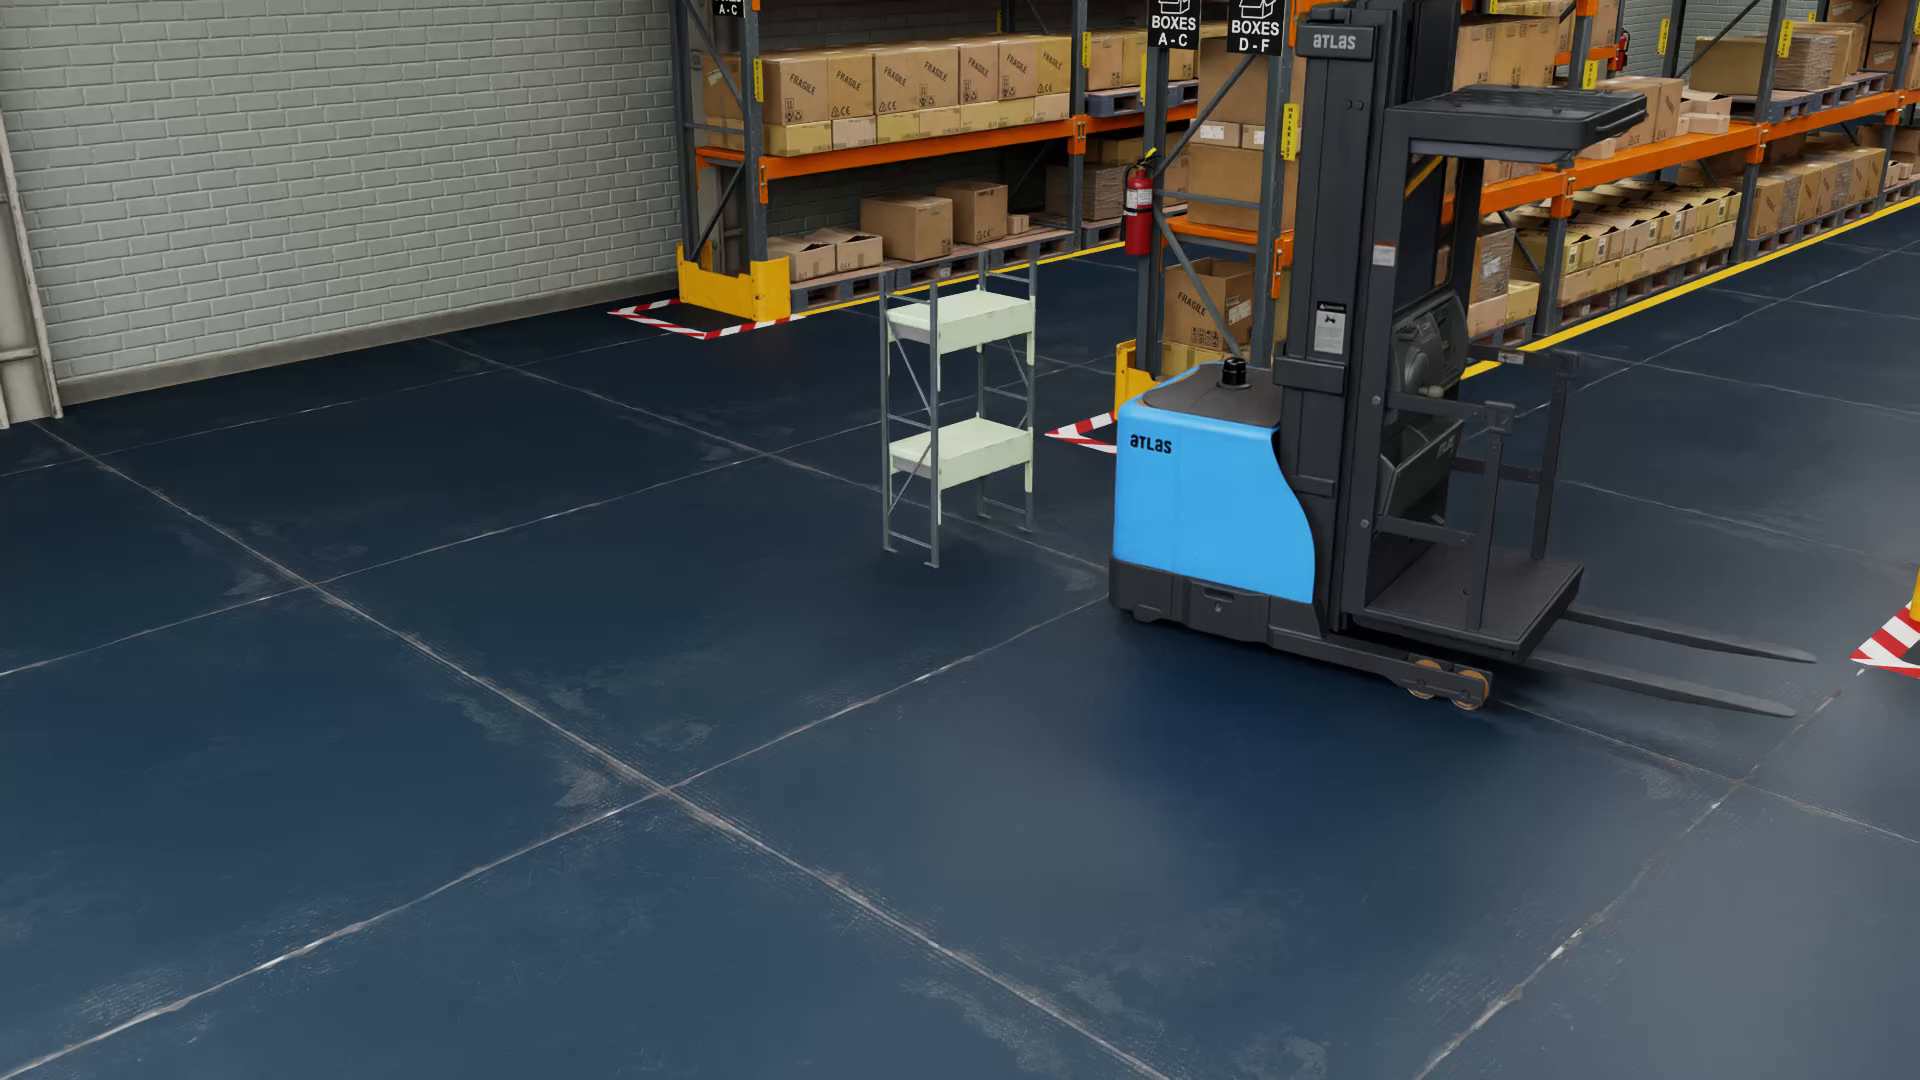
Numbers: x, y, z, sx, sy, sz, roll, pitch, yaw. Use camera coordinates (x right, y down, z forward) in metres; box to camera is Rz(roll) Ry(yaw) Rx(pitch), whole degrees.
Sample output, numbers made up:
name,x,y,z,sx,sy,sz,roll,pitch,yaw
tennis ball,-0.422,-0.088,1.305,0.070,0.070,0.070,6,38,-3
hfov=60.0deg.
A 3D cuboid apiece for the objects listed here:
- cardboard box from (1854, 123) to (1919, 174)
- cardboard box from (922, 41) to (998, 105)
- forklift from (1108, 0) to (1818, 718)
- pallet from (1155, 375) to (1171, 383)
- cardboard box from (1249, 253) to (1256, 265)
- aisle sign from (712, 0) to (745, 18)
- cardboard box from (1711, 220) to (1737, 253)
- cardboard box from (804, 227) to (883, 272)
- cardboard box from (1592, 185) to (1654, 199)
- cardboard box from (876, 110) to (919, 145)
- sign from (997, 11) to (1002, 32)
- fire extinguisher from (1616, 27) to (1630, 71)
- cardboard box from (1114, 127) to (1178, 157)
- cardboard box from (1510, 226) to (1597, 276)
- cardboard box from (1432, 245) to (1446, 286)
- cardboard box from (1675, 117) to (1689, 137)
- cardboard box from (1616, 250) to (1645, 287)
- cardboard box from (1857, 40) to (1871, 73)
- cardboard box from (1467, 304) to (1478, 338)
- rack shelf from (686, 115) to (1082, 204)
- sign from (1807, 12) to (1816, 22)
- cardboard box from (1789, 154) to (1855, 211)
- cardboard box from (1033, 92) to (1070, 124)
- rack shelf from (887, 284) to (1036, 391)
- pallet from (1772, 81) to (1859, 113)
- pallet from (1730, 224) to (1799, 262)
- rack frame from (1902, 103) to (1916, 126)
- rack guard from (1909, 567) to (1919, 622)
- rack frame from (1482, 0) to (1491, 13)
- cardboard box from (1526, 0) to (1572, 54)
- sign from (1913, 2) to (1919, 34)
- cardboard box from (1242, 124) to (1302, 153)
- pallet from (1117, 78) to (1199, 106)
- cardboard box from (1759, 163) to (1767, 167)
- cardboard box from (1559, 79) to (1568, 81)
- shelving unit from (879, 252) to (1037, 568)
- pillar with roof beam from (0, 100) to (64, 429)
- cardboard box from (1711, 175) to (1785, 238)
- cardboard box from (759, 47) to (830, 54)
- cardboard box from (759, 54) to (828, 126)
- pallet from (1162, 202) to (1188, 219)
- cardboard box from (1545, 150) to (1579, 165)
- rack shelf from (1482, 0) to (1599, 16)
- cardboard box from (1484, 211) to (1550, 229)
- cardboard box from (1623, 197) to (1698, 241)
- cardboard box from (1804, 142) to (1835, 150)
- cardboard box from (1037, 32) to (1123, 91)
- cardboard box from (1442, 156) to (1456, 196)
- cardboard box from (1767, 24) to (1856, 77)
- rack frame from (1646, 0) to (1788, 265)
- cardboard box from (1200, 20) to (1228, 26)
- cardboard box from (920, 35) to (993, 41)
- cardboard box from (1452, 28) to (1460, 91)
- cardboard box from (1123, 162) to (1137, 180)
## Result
name,x,y,z,sx,sy,sz,roll,pitch,yaw
cardboard box,11.245,-4.735,20.080,0.797,0.503,0.637,19,28,41
cardboard box,-0.005,-4.227,15.028,0.500,0.500,0.500,18,28,39
forklift,2.235,-0.854,7.211,3.031,2.935,1.130,13,25,31
pallet,2.071,-1.032,11.464,1.003,0.211,1.213,19,28,41
cardboard box,2.415,-1.862,11.940,0.500,0.500,0.500,19,28,41
aisle sign,-1.820,-4.485,12.939,0.394,0.787,0.004,19,28,41
cardboard box,6.956,-2.899,15.683,0.500,0.250,0.500,-19,28,-41
cardboard box,-1.040,-2.617,14.837,0.500,0.311,0.500,-17,27,-38
cardboard box,6.212,-3.159,15.577,0.500,0.311,0.500,18,28,39
cardboard box,-0.705,-3.617,14.485,0.500,0.250,0.500,19,28,40
sign,0.406,-5.072,16.475,0.100,0.325,0.005,19,28,41
fire extinguisher,9.613,-7.191,24.230,0.296,0.674,0.183,19,28,41
cardboard box,1.972,-4.224,17.709,0.500,0.250,0.500,18,28,39
cardboard box,4.824,-2.373,13.532,0.500,0.311,0.500,19,28,41
cardboard box,3.149,-1.856,11.924,0.500,0.500,0.500,19,28,41
cardboard box,6.299,-3.723,14.931,0.250,0.149,0.380,-18,27,-38
cardboard box,5.533,-2.374,14.316,0.500,0.250,0.500,18,28,39
cardboard box,10.103,-5.450,18.934,0.500,0.500,0.500,-20,28,-41
cardboard box,3.497,-1.635,12.394,0.500,0.250,0.500,19,28,41
rack shelf,-0.589,-3.543,15.115,1.077,0.370,4.000,19,28,41
sign,9.544,-5.749,18.644,0.100,0.325,0.005,19,28,41
cardboard box,9.099,-3.797,17.643,0.500,0.500,0.500,20,29,41
cardboard box,0.693,-4.135,15.833,0.500,0.250,0.500,19,28,41
rack shelf,-0.005,-1.063,8.661,0.431,0.370,0.720,19,28,41
pallet,8.501,-4.594,17.114,1.003,0.211,1.213,19,28,41
pallet,7.696,-3.063,16.751,1.003,0.211,1.213,19,28,41
rack frame,12.729,-6.239,21.126,1.000,3.000,0.127,19,28,41
rack guard,5.133,0.250,7.727,1.175,0.500,0.348,19,28,41
rack frame,6.387,-6.450,21.674,1.000,3.000,0.127,19,28,41
cardboard box,7.790,-7.101,22.950,0.980,0.700,0.700,18,27,38
sign,10.339,-5.613,17.884,0.100,0.325,0.005,19,28,41
cardboard box,1.995,-2.523,10.413,0.380,0.149,0.250,19,28,40
pallet,2.245,-4.813,17.683,1.003,0.211,1.213,19,28,41
cardboard box,7.994,-3.653,17.269,0.500,0.500,0.500,18,27,39
cardboard box,8.801,-6.526,23.868,0.380,0.149,0.250,19,28,40
shelving unit,-0.005,-0.698,8.801,0.431,1.500,0.755,19,28,41
pillar with roof beam,-3.217,-3.942,6.788,9.100,9.000,0.400,19,28,41
cardboard box,7.670,-3.267,16.263,0.500,0.500,0.500,-19,28,-40
cardboard box,-1.450,-3.956,14.321,0.500,0.500,0.500,-20,29,-41
cardboard box,-1.436,-3.702,13.661,0.500,0.500,0.500,19,28,41
pallet,2.199,-3.607,18.165,1.003,0.211,1.213,19,28,41
cardboard box,4.670,-3.222,13.485,0.500,0.250,0.500,-18,27,-39
rack shelf,5.753,-4.733,14.029,1.077,0.370,4.000,19,28,41
cardboard box,4.793,-2.640,14.227,0.500,0.311,0.500,-19,28,-41
cardboard box,6.247,-2.896,14.895,0.500,0.311,0.500,19,28,40
cardboard box,9.426,-4.186,18.655,0.500,0.500,0.500,18,27,38
cardboard box,1.185,-4.768,16.545,0.700,0.500,0.500,19,28,41
cardboard box,3.337,-2.820,12.092,0.500,0.500,0.700,-20,28,-41
cardboard box,9.013,-5.195,17.685,0.500,0.500,0.700,-15,26,-34
rack frame,7.148,-4.183,15.776,1.000,3.000,0.127,19,28,41
cardboard box,2.905,-5.400,18.190,0.700,0.500,0.500,16,26,36
cardboard box,-0.035,-4.482,15.691,0.500,0.500,0.500,19,28,40
cardboard box,3.002,-3.304,11.542,0.700,0.500,0.500,19,28,41
cardboard box,1.632,-3.771,17.575,0.700,0.500,0.500,19,28,40
